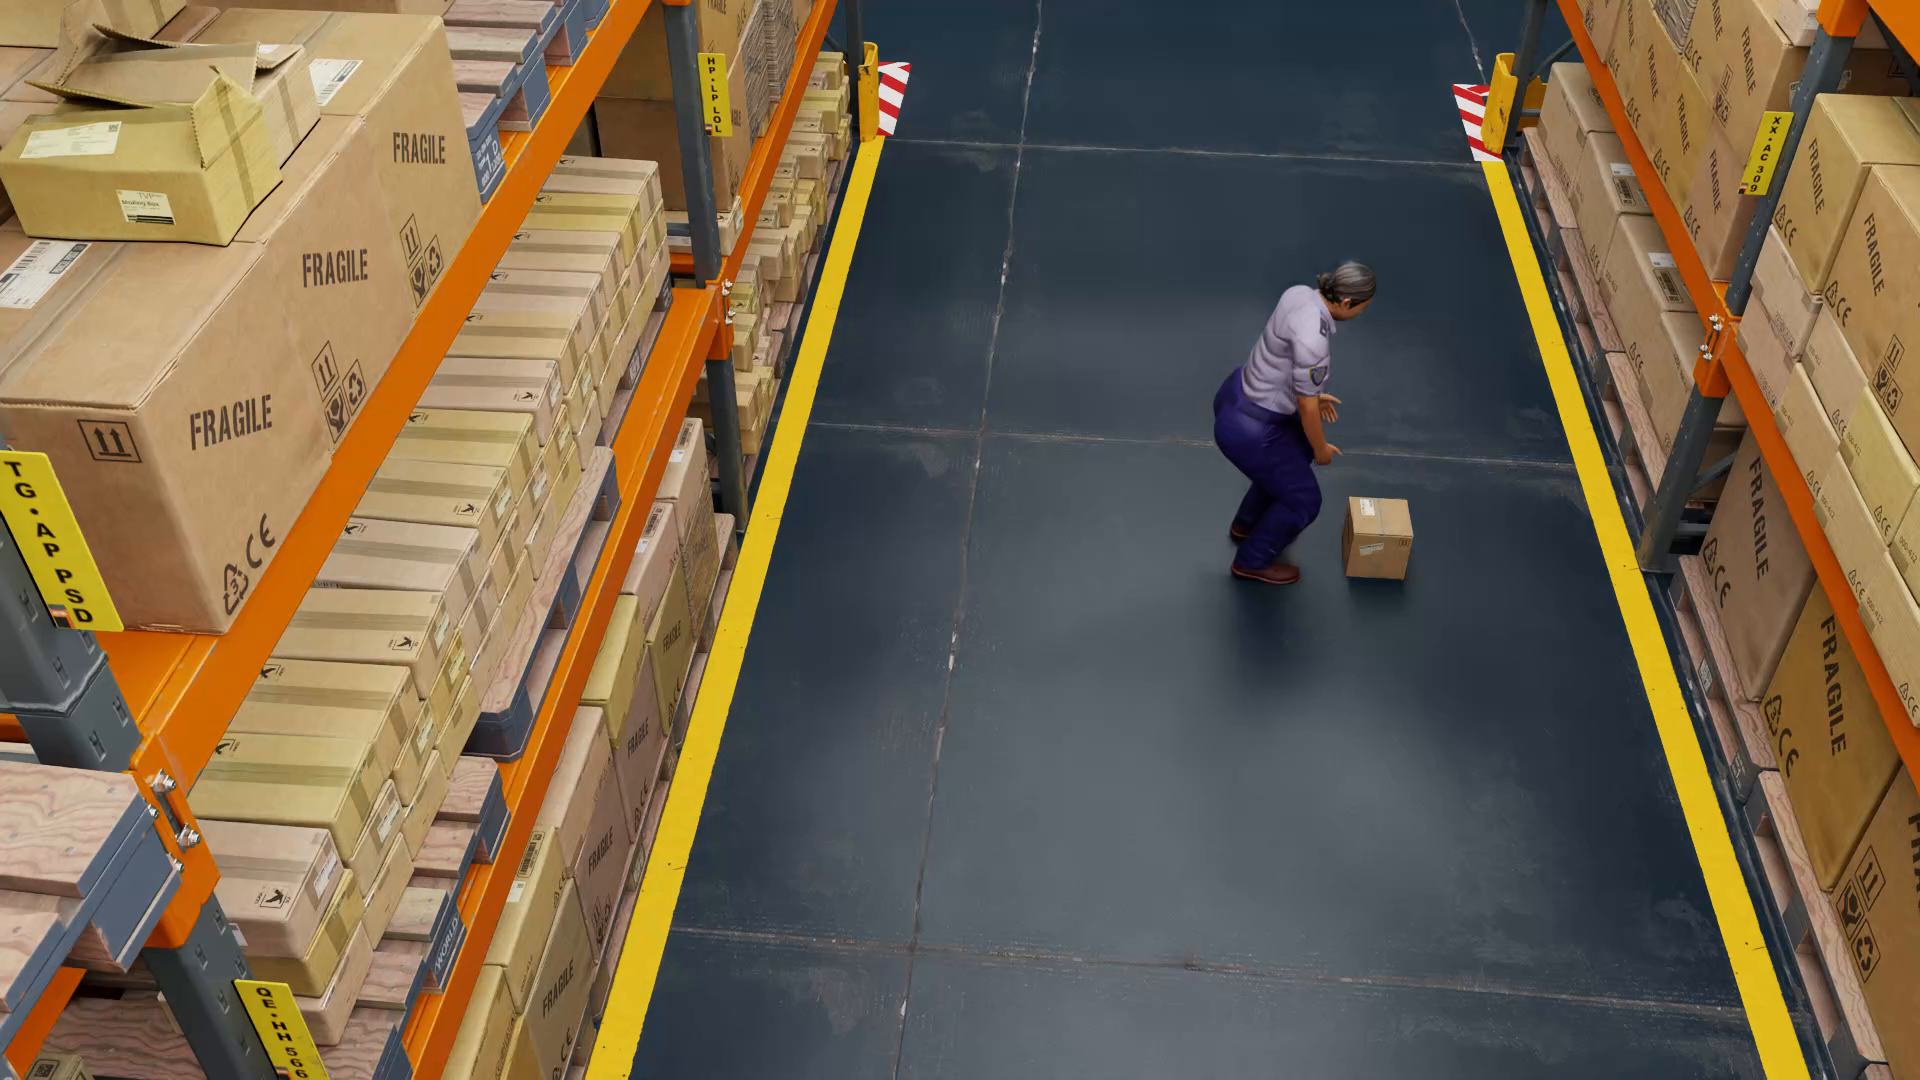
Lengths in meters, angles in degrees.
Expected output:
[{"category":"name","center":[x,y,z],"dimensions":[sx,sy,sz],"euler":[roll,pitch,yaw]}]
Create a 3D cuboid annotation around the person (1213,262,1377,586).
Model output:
[{"category":"person","center":[1.339,-0.465,6.961],"dimensions":[0.572,1.347,0.528],"euler":[4,40,4]}]
